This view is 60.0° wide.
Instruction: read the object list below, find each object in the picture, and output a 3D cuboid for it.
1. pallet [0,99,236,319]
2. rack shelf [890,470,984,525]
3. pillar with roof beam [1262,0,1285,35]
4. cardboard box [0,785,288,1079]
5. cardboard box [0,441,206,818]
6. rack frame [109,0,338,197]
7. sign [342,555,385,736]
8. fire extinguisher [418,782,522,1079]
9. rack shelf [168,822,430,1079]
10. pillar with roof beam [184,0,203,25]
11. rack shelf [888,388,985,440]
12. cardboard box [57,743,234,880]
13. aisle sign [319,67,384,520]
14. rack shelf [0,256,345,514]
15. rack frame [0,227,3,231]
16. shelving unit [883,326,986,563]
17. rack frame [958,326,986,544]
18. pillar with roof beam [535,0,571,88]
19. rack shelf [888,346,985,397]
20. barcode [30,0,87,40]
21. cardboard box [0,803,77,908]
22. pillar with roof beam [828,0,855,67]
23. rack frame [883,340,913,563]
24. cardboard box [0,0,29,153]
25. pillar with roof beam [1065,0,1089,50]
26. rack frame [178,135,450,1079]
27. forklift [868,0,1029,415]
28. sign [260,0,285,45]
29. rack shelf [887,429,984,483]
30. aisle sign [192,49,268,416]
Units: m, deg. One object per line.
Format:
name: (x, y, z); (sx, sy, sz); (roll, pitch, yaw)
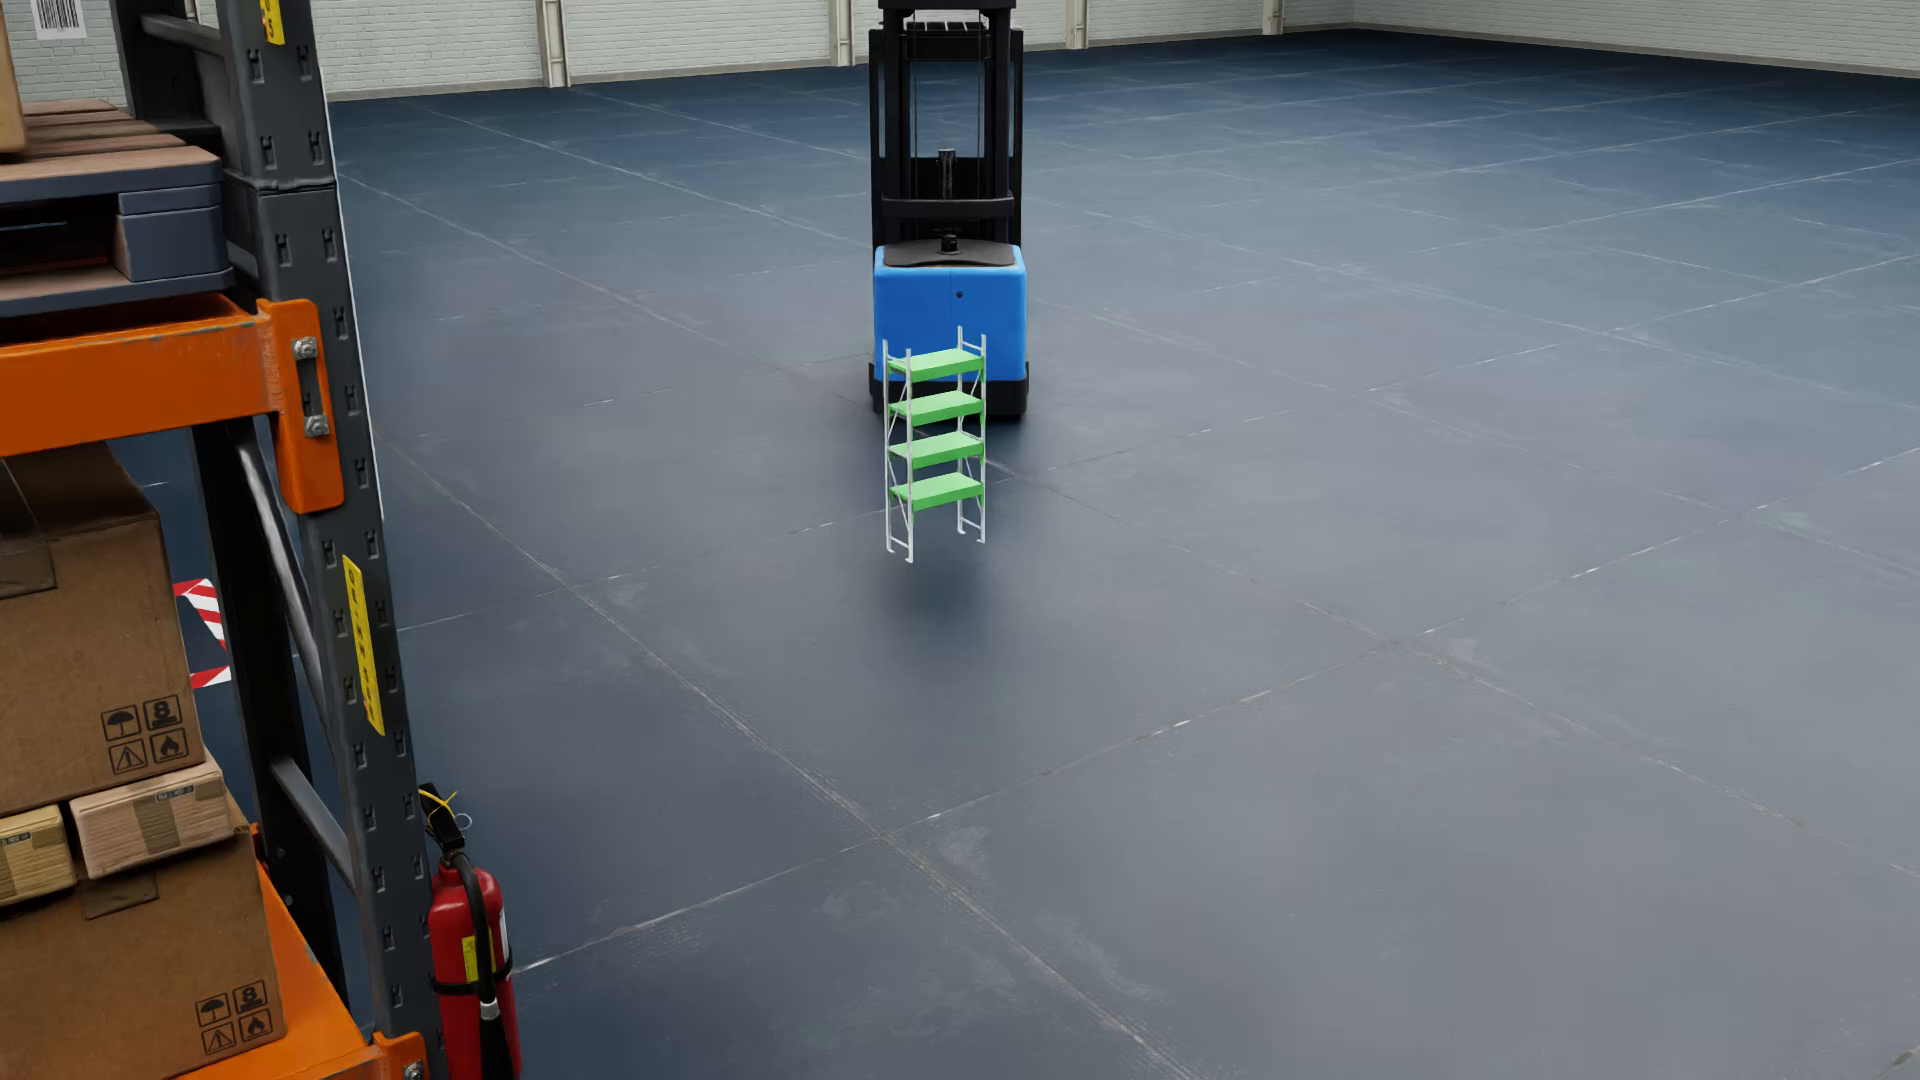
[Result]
pallet: (-1.968, -0.535, 2.761); (1.213, 0.211, 1.003); (-15, 26, -33)
rack shelf: (-0.134, -0.239, 9.197); (0.480, 0.148, 0.258); (-15, 26, -33)
pillar with roof beam: (9.924, -14.888, 34.564); (0.400, 9.000, 9.100); (-15, 26, -33)
cardboard box: (-1.765, 0.723, 3.402); (0.500, 0.500, 0.700); (-15, 26, -33)
cardboard box: (-1.808, 0.132, 3.133); (0.500, 0.500, 0.700); (-15, 26, -33)
rack frame: (-1.379, -2.114, 2.553); (0.127, 3.000, 1.000); (-15, 26, -33)
sign: (-1.073, 0.191, 2.989); (0.005, 0.325, 0.100); (-15, 26, -33)
fire extinguisher: (-1.011, 0.822, 3.393); (0.183, 0.674, 0.296); (-15, 26, -33)
rack shelf: (-3.002, 1.439, 2.713); (4.000, 0.370, 1.077); (-15, 26, -33)
pillar with roof beam: (-9.557, -9.693, 21.546); (0.400, 9.000, 9.100); (-15, 26, -33)
rack shelf: (-0.134, -0.685, 9.019); (0.480, 0.148, 0.258); (-15, 26, -33)
cardboard box: (-1.577, 0.465, 3.175); (0.250, 0.149, 0.380); (-15, 26, -34)
aisle sign: (-1.154, -0.461, 2.997); (0.004, 0.787, 0.394); (-15, 26, -33)
rack shelf: (-3.002, 0.046, 2.157); (4.000, 0.370, 1.077); (-15, 26, -33)
rack frame: (-4.268, -0.819, 7.401); (0.127, 3.000, 1.000); (-15, 26, -33)
shelving unit: (-0.134, -0.521, 9.084); (0.503, 1.200, 0.258); (-15, 26, -33)
rack frame: (0.064, -0.574, 9.217); (0.015, 1.200, 0.240); (-15, 26, -33)
pillar with roof beam: (-4.687, -10.992, 24.800); (0.400, 9.000, 9.100); (-15, 26, -33)
rack shelf: (-0.134, -0.908, 8.930); (0.480, 0.148, 0.258); (-15, 26, -33)
barcode: (-1.342, -0.780, 2.474); (0.075, 0.075, 0.001); (-15, 26, -33)
cardboard box: (-1.789, 0.522, 3.032); (0.250, 0.149, 0.380); (-14, 26, -32)
pillar with roof beam: (0.183, -12.291, 28.055); (0.400, 9.000, 9.100); (-15, 26, -33)
rack frame: (-0.332, -0.469, 8.952); (0.015, 1.200, 0.240); (-15, 26, -33)
cardboard box: (-1.847, -0.906, 2.677); (0.637, 0.503, 0.797); (-13, 25, -29)
pillar with roof beam: (5.054, -13.589, 31.310); (0.400, 9.000, 9.100); (-15, 26, -33)
rack frame: (-1.379, 0.672, 3.665); (0.127, 3.000, 1.000); (-15, 26, -33)
forklift: (-0.106, -2.706, 12.224); (1.130, 2.935, 3.031); (-1, 22, -2)
sign: (-1.073, -0.929, 2.543); (0.005, 0.325, 0.100); (-15, 26, -33)
rack shelf: (-0.134, -0.462, 9.108); (0.480, 0.148, 0.258); (-15, 26, -33)
aisle sign: (-1.504, -0.642, 3.449); (0.004, 0.787, 0.394); (-15, 26, -33)
